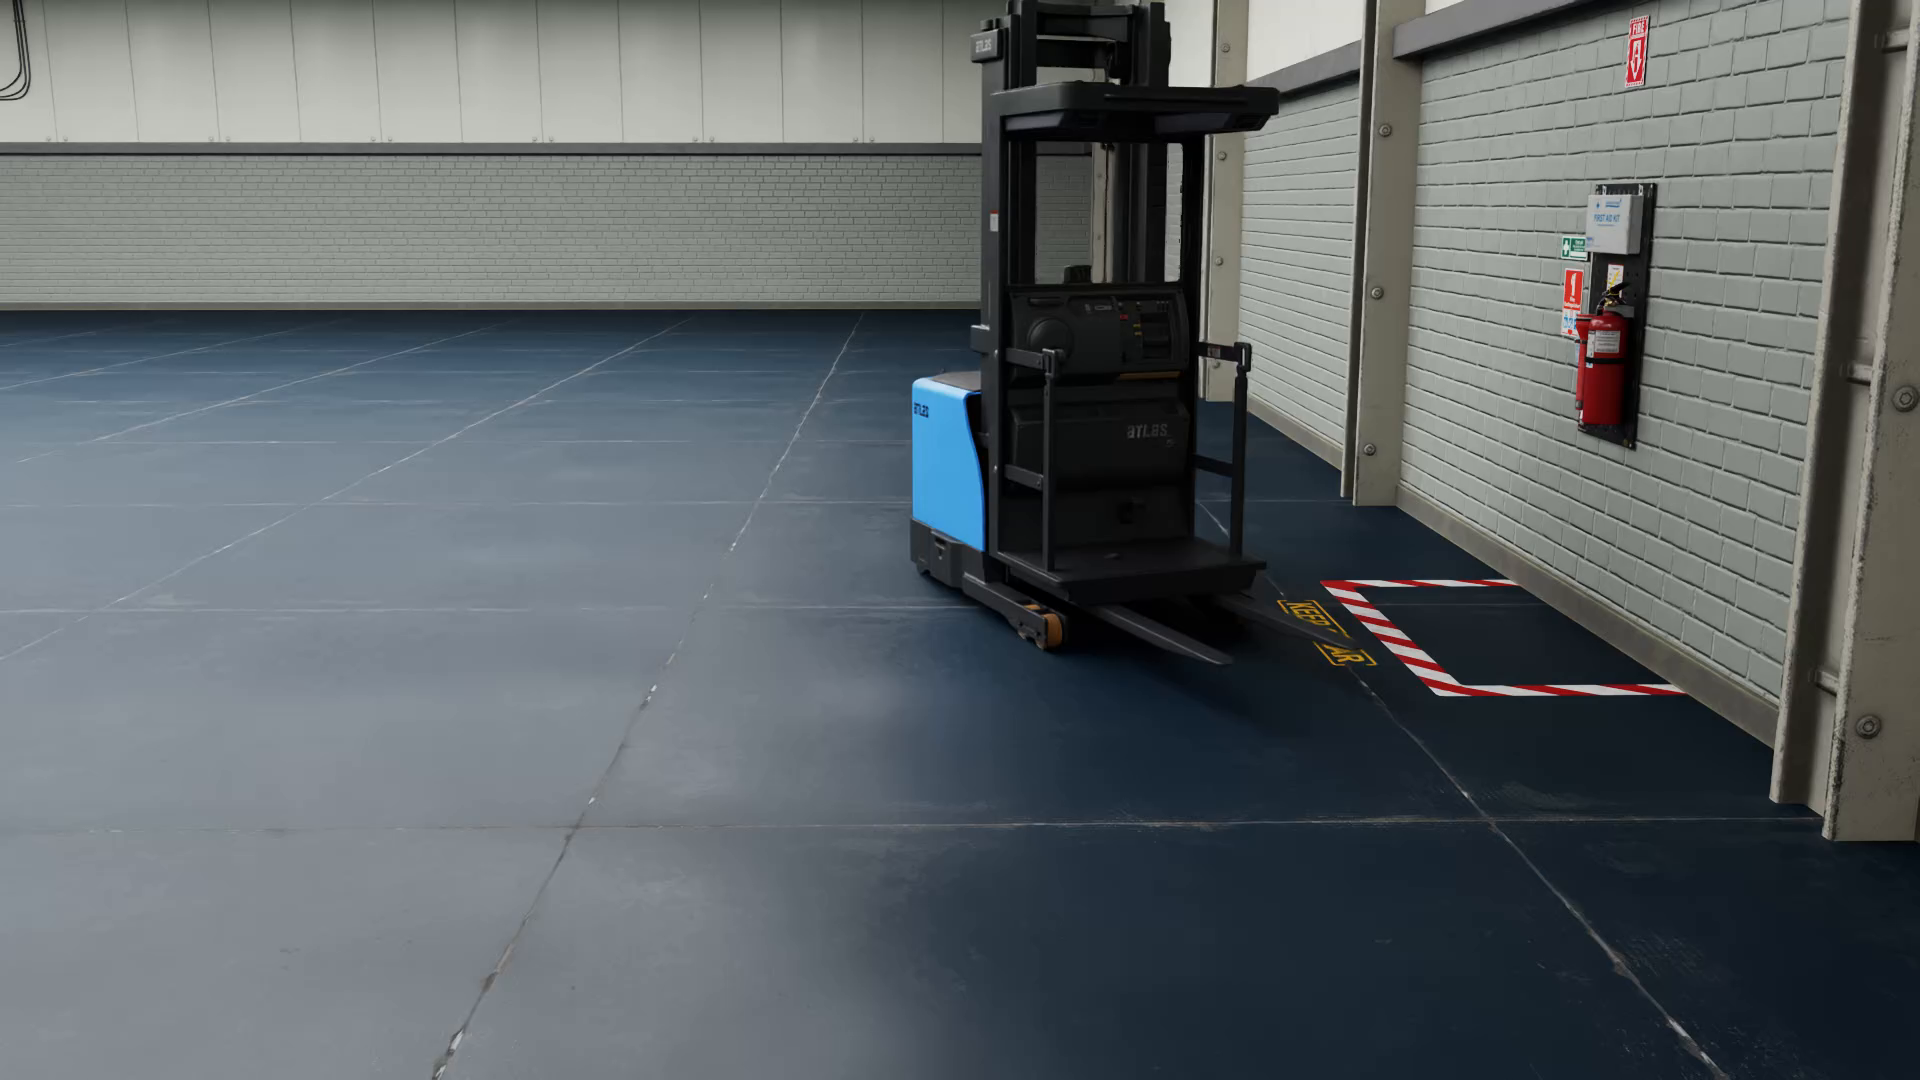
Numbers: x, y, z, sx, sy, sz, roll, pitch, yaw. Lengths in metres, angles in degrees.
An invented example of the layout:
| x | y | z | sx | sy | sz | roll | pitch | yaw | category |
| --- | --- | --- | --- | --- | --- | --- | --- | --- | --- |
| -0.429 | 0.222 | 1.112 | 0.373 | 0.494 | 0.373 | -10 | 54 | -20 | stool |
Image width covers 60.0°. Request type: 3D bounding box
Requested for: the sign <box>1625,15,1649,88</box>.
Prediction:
| x | y | z | sx | sy | sz | roll | pitch | yaw | category |
| --- | --- | --- | --- | --- | --- | --- | --- | --- | --- |
| 3.019 | -2.178 | 7.418 | 0.001 | 0.298 | 0.199 | 0 | 11 | -1 | sign |

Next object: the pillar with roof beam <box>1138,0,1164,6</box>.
| x | y | z | sx | sy | sz | roll | pitch | yaw | category |
| --- | --- | --- | --- | --- | --- | --- | --- | --- | --- |
| -1.744 | -7.049 | 22.170 | 9.100 | 9.000 | 0.400 | 0 | 11 | -1 | pillar with roof beam |

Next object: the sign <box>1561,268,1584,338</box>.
| x | y | z | sx | sy | sz | roll | pitch | yaw | category |
| --- | --- | --- | --- | --- | --- | --- | --- | --- | --- |
| 3.011 | -1.167 | 8.179 | 0.001 | 0.329 | 0.234 | 0 | 11 | -1 | sign |

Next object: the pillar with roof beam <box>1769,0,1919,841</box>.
| x | y | z | sx | sy | sz | roll | pitch | yaw | category |
| --- | --- | --- | --- | --- | --- | --- | --- | --- | --- |
| -1.372 | -3.471 | 4.533 | 9.100 | 9.000 | 0.400 | 0 | 11 | -1 | pillar with roof beam |

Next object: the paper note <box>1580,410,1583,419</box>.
| x | y | z | sx | sy | sz | roll | pitch | yaw | category |
| --- | --- | --- | --- | --- | --- | --- | --- | --- | --- |
| 2.985 | -0.643 | 7.901 | 0.016 | 0.148 | 0.142 | 0 | 11 | -1 | paper note |

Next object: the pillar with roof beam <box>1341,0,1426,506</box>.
| x | y | z | sx | sy | sz | roll | pitch | yaw | category |
| --- | --- | --- | --- | --- | --- | --- | --- | --- | --- |
| -1.496 | -4.663 | 10.412 | 9.100 | 9.000 | 0.400 | 0 | 11 | -1 | pillar with roof beam |

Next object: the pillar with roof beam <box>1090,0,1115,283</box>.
| x | y | z | sx | sy | sz | roll | pitch | yaw | category |
| --- | --- | --- | --- | --- | --- | --- | --- | --- | --- |
| -1.868 | -8.241 | 28.049 | 9.100 | 9.000 | 0.400 | 0 | 11 | -1 | pillar with roof beam |

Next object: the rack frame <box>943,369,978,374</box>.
| x | y | z | sx | sy | sz | roll | pitch | yaw | category |
| --- | --- | --- | --- | --- | --- | --- | --- | --- | --- |
| 0.004 | -0.480 | 9.783 | 0.200 | 1.050 | 0.008 | 0 | 11 | -1 | rack frame |

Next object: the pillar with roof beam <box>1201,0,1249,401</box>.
| x | y | z | sx | sy | sz | roll | pitch | yaw | category |
| --- | --- | --- | --- | --- | --- | --- | --- | --- | --- |
| -1.620 | -5.856 | 16.291 | 9.100 | 9.000 | 0.400 | 0 | 11 | -1 | pillar with roof beam |

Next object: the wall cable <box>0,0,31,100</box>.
| x | y | z | sx | sy | sz | roll | pitch | yaw | category |
| --- | --- | --- | --- | --- | --- | --- | --- | --- | --- |
| -18.304 | -10.423 | 30.250 | 2.305 | 6.003 | 0.169 | 0 | 11 | -1 | wall cable |

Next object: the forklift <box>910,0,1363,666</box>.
| x | y | z | sx | sy | sz | roll | pitch | yaw | category |
| --- | --- | --- | --- | --- | --- | --- | --- | --- | --- |
| 0.757 | -1.032 | 7.772 | 1.130 | 2.935 | 3.031 | -5 | 12 | -22 | forklift |

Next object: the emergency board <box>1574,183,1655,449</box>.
| x | y | z | sx | sy | sz | roll | pitch | yaw | category |
| --- | --- | --- | --- | --- | --- | --- | --- | --- | --- |
| 2.919 | -1.040 | 7.639 | 0.194 | 1.169 | 0.643 | 0 | 11 | -1 | emergency board |

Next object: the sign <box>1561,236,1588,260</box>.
| x | y | z | sx | sy | sz | roll | pitch | yaw | category |
| --- | --- | --- | --- | --- | --- | --- | --- | --- | --- |
| 3.002 | -1.426 | 8.122 | 0.001 | 0.109 | 0.331 | 0 | 11 | -1 | sign |

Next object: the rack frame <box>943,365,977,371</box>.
| x | y | z | sx | sy | sz | roll | pitch | yaw | category |
| --- | --- | --- | --- | --- | --- | --- | --- | --- | --- |
| -0.001 | -0.528 | 10.022 | 0.200 | 1.050 | 0.008 | 0 | 11 | -1 | rack frame |

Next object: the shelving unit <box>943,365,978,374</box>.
| x | y | z | sx | sy | sz | roll | pitch | yaw | category |
| --- | --- | --- | --- | --- | --- | --- | --- | --- | --- |
| 0.001 | -0.504 | 9.902 | 0.215 | 1.050 | 0.252 | 0 | 11 | -1 | shelving unit |
